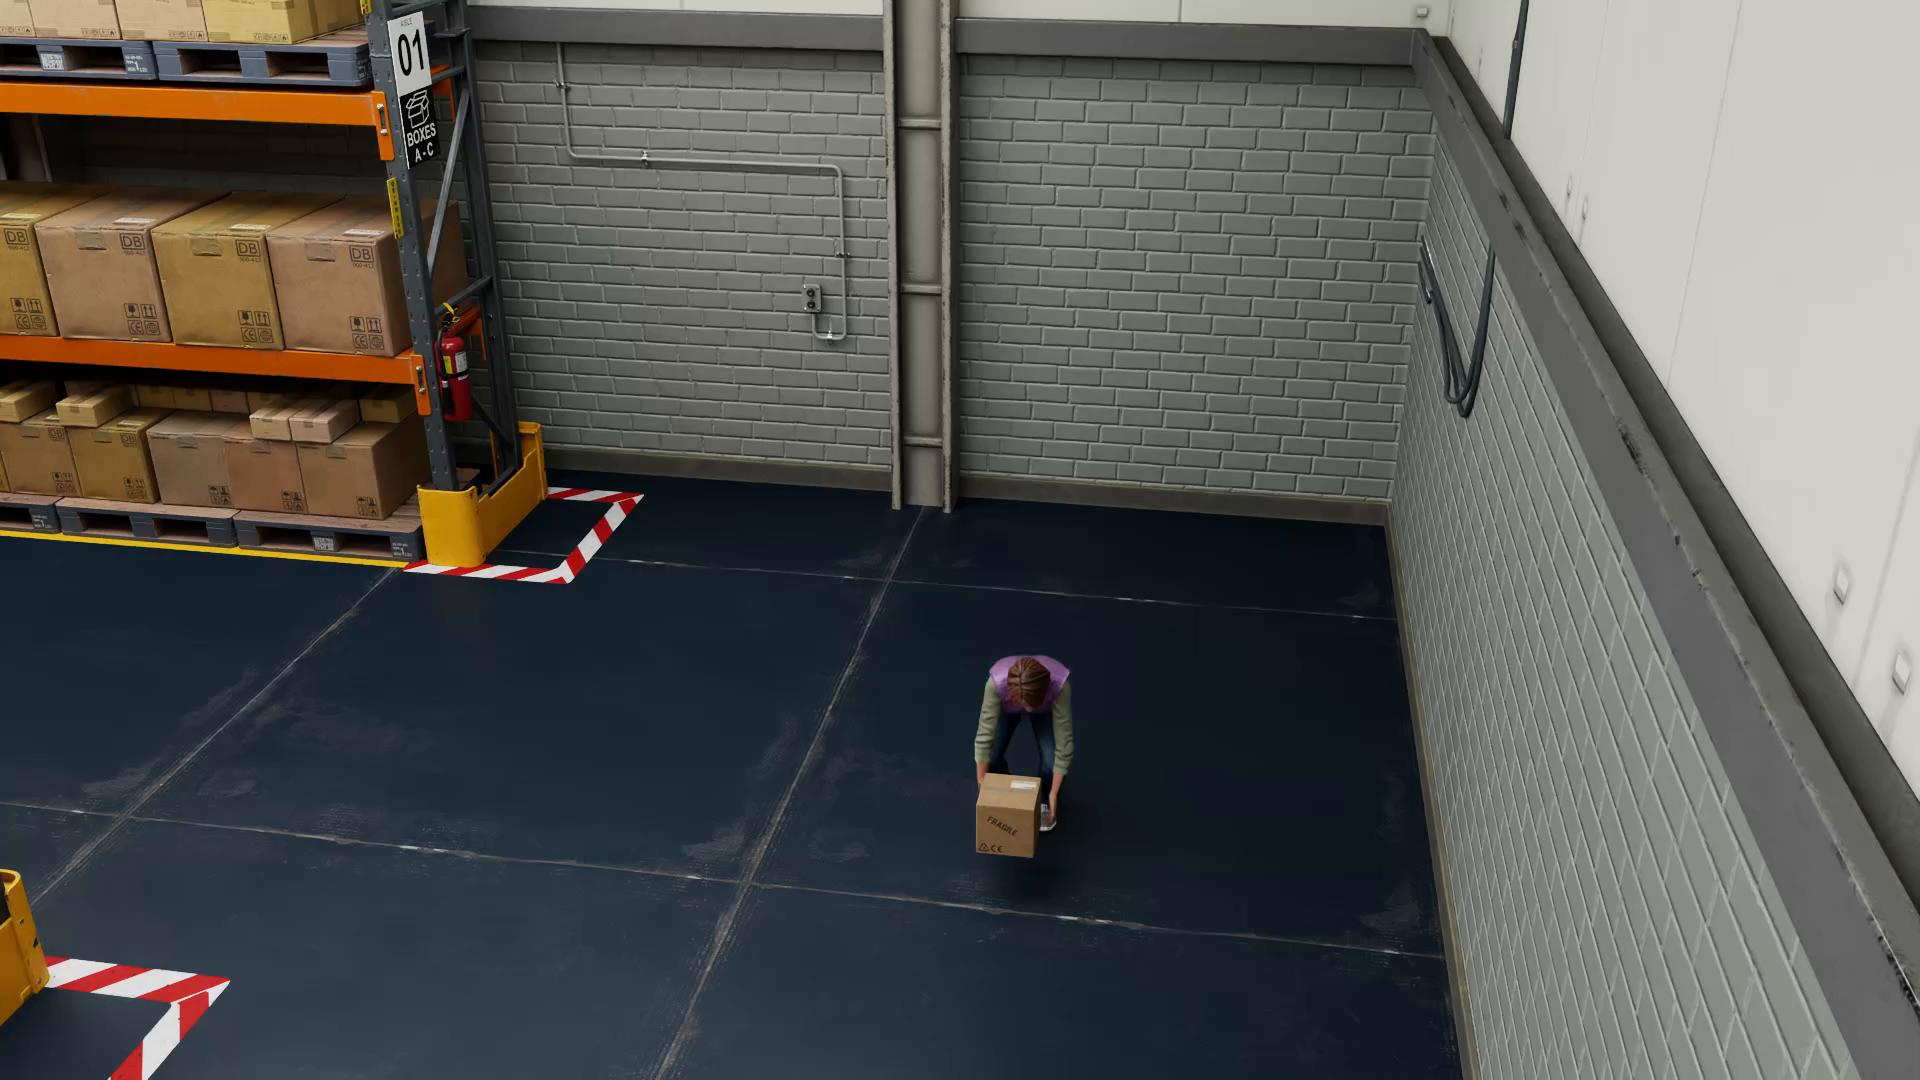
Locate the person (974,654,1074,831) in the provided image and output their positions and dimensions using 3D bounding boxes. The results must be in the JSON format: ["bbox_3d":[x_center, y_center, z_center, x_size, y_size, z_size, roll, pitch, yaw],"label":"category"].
[{"bbox_3d":[0.307,0.866,7.486,0.453,1.003,0.761,4,26,8],"label":"person"}]
